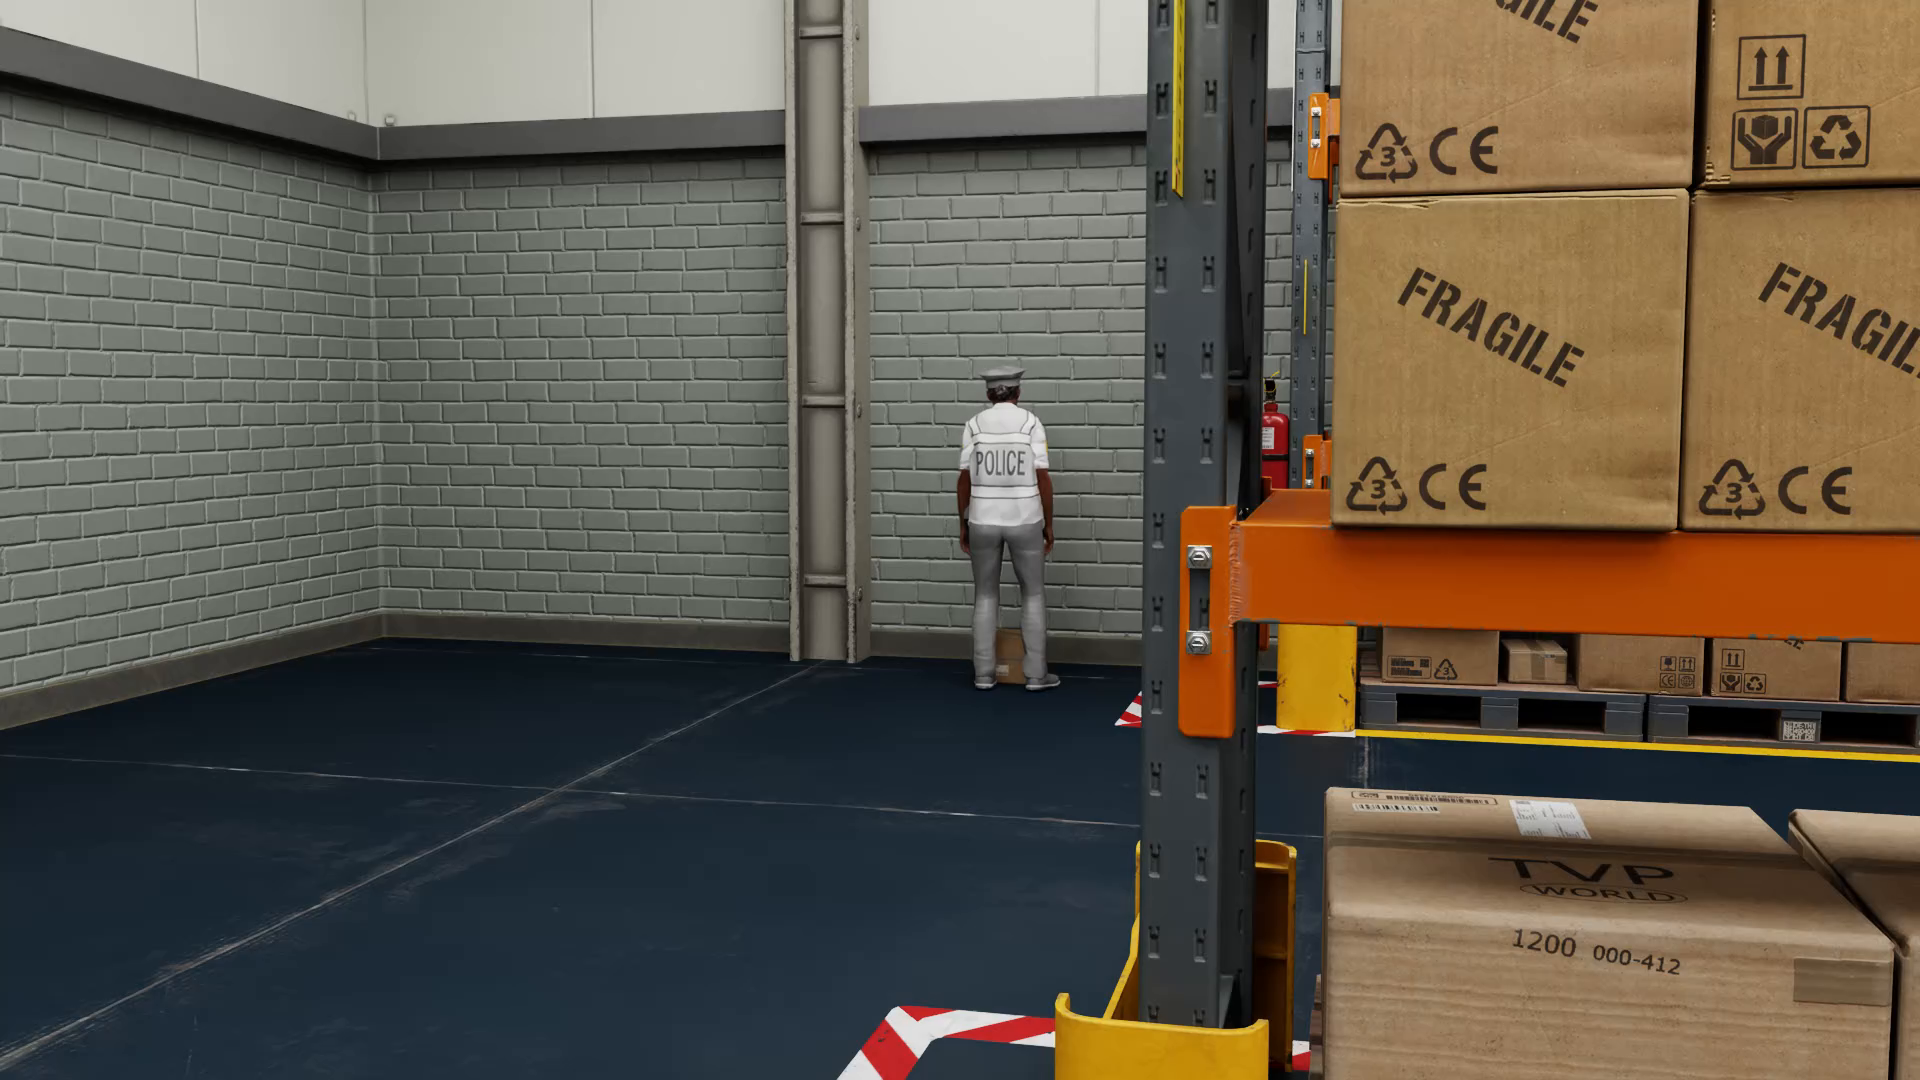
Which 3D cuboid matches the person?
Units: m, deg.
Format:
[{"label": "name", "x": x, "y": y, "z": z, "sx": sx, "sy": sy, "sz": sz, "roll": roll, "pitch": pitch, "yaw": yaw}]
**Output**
[{"label": "person", "x": 0.247, "y": -0.062, "z": 8.510, "sx": 0.521, "sy": 1.657, "sz": 0.395, "roll": 1, "pitch": 5, "yaw": 10}]
